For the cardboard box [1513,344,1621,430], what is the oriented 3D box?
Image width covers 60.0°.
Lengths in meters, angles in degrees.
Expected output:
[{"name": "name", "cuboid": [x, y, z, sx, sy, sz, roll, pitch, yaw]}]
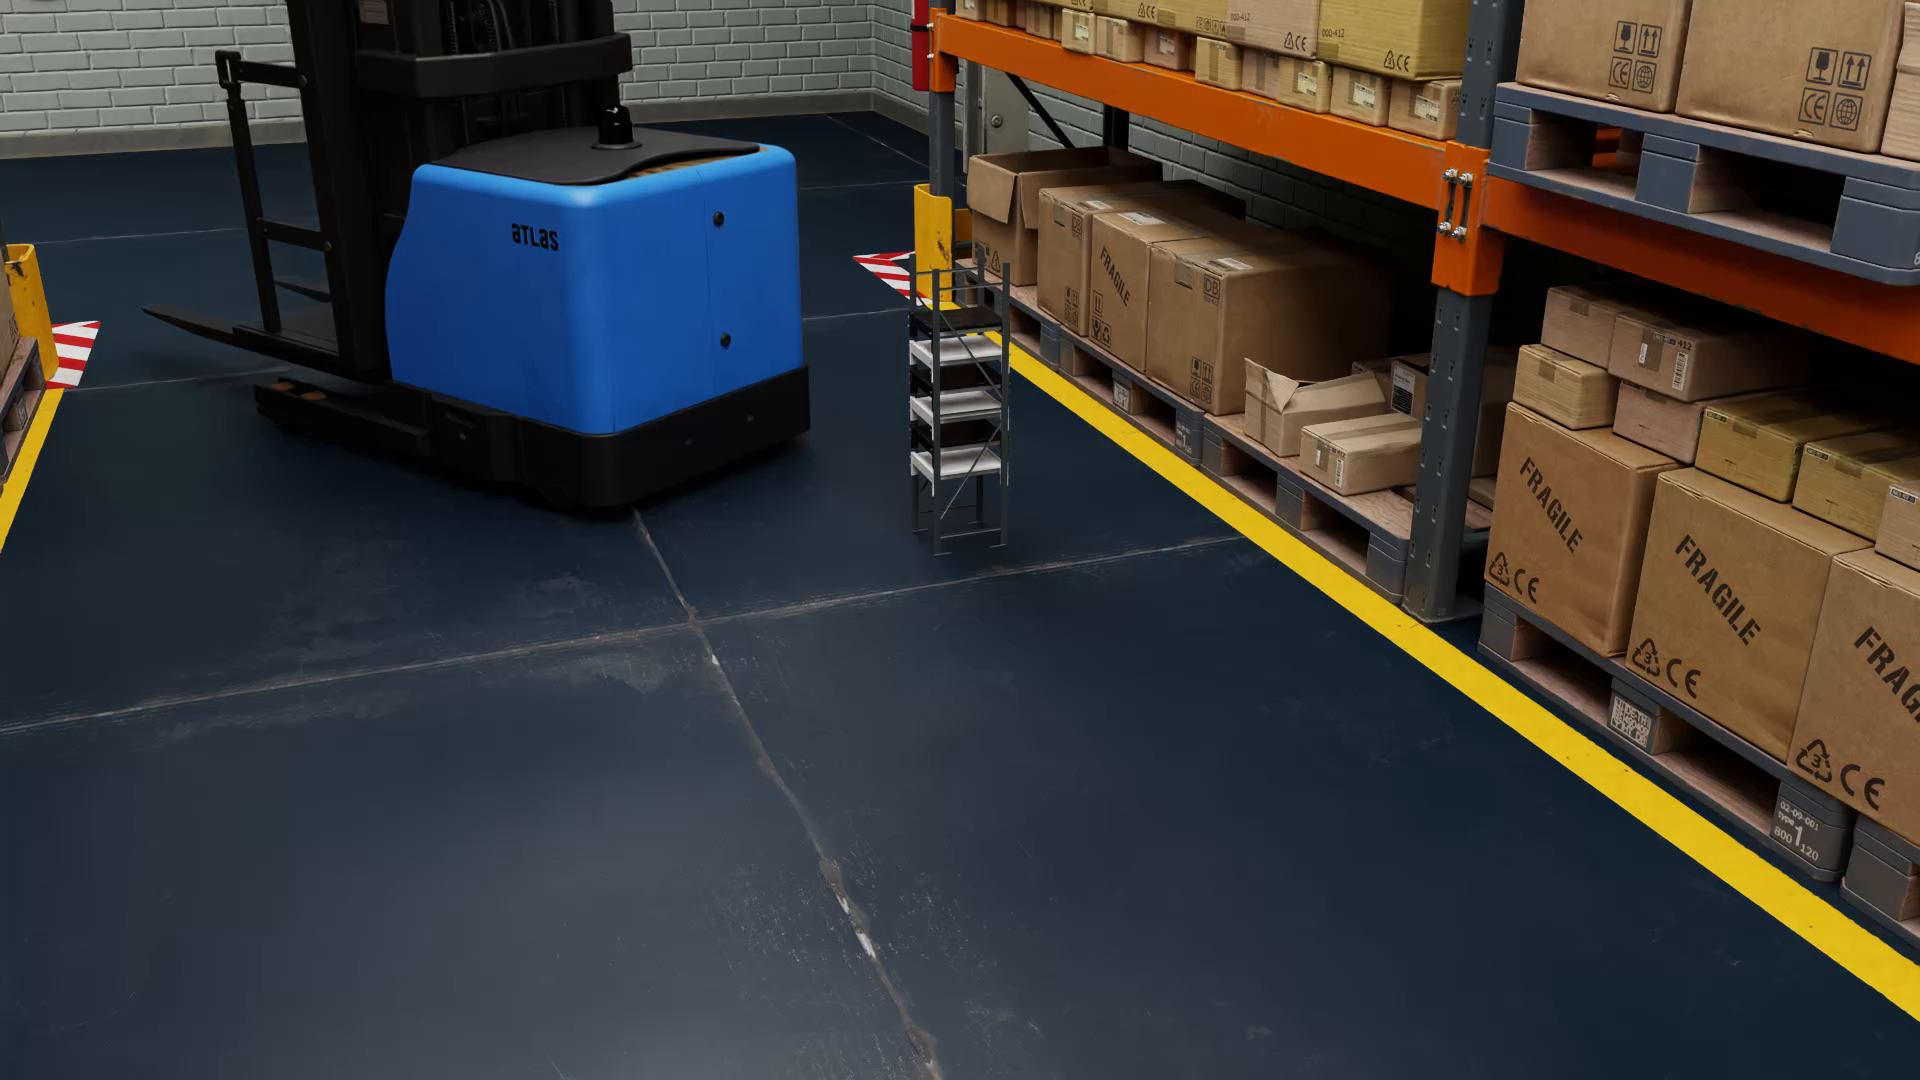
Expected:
[{"name": "cardboard box", "cuboid": [1.632, -0.401, 4.182, 0.380, 0.149, 0.250, -7, 24, -16]}]

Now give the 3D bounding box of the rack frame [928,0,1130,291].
[{"name": "rack frame", "cuboid": [0.341, -2.681, 7.749, 1.000, 3.000, 0.127, -8, 24, -19]}]

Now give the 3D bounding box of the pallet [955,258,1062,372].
[{"name": "pallet", "cuboid": [0.651, -1.079, 7.538, 1.003, 0.211, 1.213, -8, 24, -19]}]

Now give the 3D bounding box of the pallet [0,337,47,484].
[{"name": "pallet", "cuboid": [-3.945, -0.434, 6.007, 1.003, 0.211, 1.213, -8, 24, -19]}]

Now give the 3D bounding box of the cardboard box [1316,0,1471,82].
[{"name": "cardboard box", "cuboid": [1.346, -1.447, 4.631, 0.500, 0.250, 0.500, -8, 24, -18]}]

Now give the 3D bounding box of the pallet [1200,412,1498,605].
[{"name": "pallet", "cuboid": [1.513, -0.192, 5.434, 1.003, 0.211, 1.213, -8, 24, -19]}]

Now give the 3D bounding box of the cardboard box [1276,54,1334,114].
[{"name": "cardboard box", "cuboid": [1.179, -1.376, 4.975, 0.380, 0.149, 0.250, -8, 24, -18]}]

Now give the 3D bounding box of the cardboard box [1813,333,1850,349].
[{"name": "cardboard box", "cuboid": [2.154, -0.474, 4.355, 0.380, 0.149, 0.250, -9, 25, -21]}]

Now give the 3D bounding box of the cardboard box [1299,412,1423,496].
[{"name": "cardboard box", "cuboid": [1.283, -0.270, 5.157, 0.380, 0.149, 0.250, -9, 25, -21]}]

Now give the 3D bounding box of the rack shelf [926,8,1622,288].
[{"name": "rack shelf", "cuboid": [1.048, -1.623, 6.164, 1.077, 0.370, 4.000, -8, 24, -19]}]

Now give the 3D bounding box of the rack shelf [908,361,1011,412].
[{"name": "rack shelf", "cuboid": [-0.003, -0.470, 5.060, 0.258, 0.077, 0.200, -8, 24, -19]}]

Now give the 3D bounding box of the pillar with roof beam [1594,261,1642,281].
[{"name": "pillar with roof beam", "cuboid": [-1.676, -3.778, 2.627, 9.100, 9.000, 0.400, -8, 24, -19]}]

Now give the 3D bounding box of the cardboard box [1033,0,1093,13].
[{"name": "cardboard box", "cuboid": [0.610, -2.180, 6.371, 0.500, 0.250, 0.500, -9, 24, -20]}]

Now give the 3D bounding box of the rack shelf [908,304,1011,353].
[{"name": "rack shelf", "cuboid": [-0.003, -0.636, 4.990, 0.258, 0.077, 0.200, -8, 24, -19]}]

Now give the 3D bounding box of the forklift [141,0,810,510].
[{"name": "forklift", "cuboid": [-2.034, -1.884, 5.947, 3.031, 2.935, 1.130, 16, 28, 33]}]

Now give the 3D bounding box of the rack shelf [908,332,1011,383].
[{"name": "rack shelf", "cuboid": [-0.003, -0.553, 5.025, 0.258, 0.077, 0.200, -8, 24, -19]}]

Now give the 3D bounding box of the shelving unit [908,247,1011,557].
[{"name": "shelving unit", "cuboid": [-0.003, -0.418, 5.082, 0.258, 0.900, 0.210, -8, 24, -19]}]

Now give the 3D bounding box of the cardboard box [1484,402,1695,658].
[{"name": "cardboard box", "cuboid": [1.715, -0.063, 4.214, 0.500, 0.500, 0.500, -7, 24, -17]}]

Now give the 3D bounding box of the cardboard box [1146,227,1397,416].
[{"name": "cardboard box", "cuboid": [1.101, -0.794, 5.950, 0.700, 0.500, 0.500, -9, 25, -21]}]

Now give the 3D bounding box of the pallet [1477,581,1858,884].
[{"name": "pallet", "cuboid": [2.077, 0.348, 4.153, 1.003, 0.211, 1.213, -8, 24, -19]}]

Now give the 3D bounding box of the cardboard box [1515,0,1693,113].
[{"name": "cardboard box", "cuboid": [1.716, -1.261, 3.710, 0.700, 0.500, 0.500, -8, 24, -18]}]

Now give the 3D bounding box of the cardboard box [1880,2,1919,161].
[{"name": "cardboard box", "cuboid": [1.886, -0.802, 2.922, 0.396, 0.266, 0.258, -7, 24, -16]}]

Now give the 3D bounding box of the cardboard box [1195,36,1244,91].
[{"name": "cardboard box", "cuboid": [0.995, -1.564, 5.421, 0.380, 0.149, 0.250, -9, 24, -20]}]

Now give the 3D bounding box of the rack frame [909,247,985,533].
[{"name": "rack frame", "cuboid": [-0.039, -0.455, 5.170, 0.240, 0.900, 0.006, -8, 24, -19]}]

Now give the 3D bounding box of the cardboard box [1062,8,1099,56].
[{"name": "cardboard box", "cuboid": [0.609, -1.933, 6.298, 0.380, 0.149, 0.250, -9, 24, -20]}]

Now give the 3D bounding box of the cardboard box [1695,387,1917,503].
[{"name": "cardboard box", "cuboid": [1.904, -0.220, 3.751, 0.380, 0.149, 0.250, -10, 25, -22]}]

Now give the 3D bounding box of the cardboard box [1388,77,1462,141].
[{"name": "cardboard box", "cuboid": [1.405, -1.193, 4.542, 0.380, 0.149, 0.250, -8, 24, -18]}]

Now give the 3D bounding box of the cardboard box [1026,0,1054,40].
[{"name": "cardboard box", "cuboid": [0.491, -2.131, 6.768, 0.380, 0.149, 0.250, -8, 24, -17]}]

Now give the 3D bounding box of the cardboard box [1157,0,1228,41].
[{"name": "cardboard box", "cuboid": [0.992, -1.810, 5.493, 0.500, 0.250, 0.500, -9, 24, -19]}]

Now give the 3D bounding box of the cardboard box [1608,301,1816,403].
[{"name": "cardboard box", "cuboid": [1.769, -0.451, 3.916, 0.380, 0.149, 0.250, -10, 25, -22]}]

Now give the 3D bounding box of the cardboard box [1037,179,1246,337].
[{"name": "cardboard box", "cuboid": [0.734, -1.171, 6.845, 0.700, 0.500, 0.500, -7, 24, -17]}]

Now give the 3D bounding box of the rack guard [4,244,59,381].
[{"name": "rack guard", "cuboid": [-4.310, -0.855, 6.636, 1.175, 0.500, 0.348, -8, 24, -19]}]

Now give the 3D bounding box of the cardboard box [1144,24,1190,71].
[{"name": "cardboard box", "cuboid": [0.877, -1.756, 5.878, 0.380, 0.149, 0.250, -8, 24, -19]}]

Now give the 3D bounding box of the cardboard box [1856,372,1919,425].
[{"name": "cardboard box", "cuboid": [2.346, -0.292, 3.923, 0.380, 0.149, 0.250, -8, 24, -18]}]
